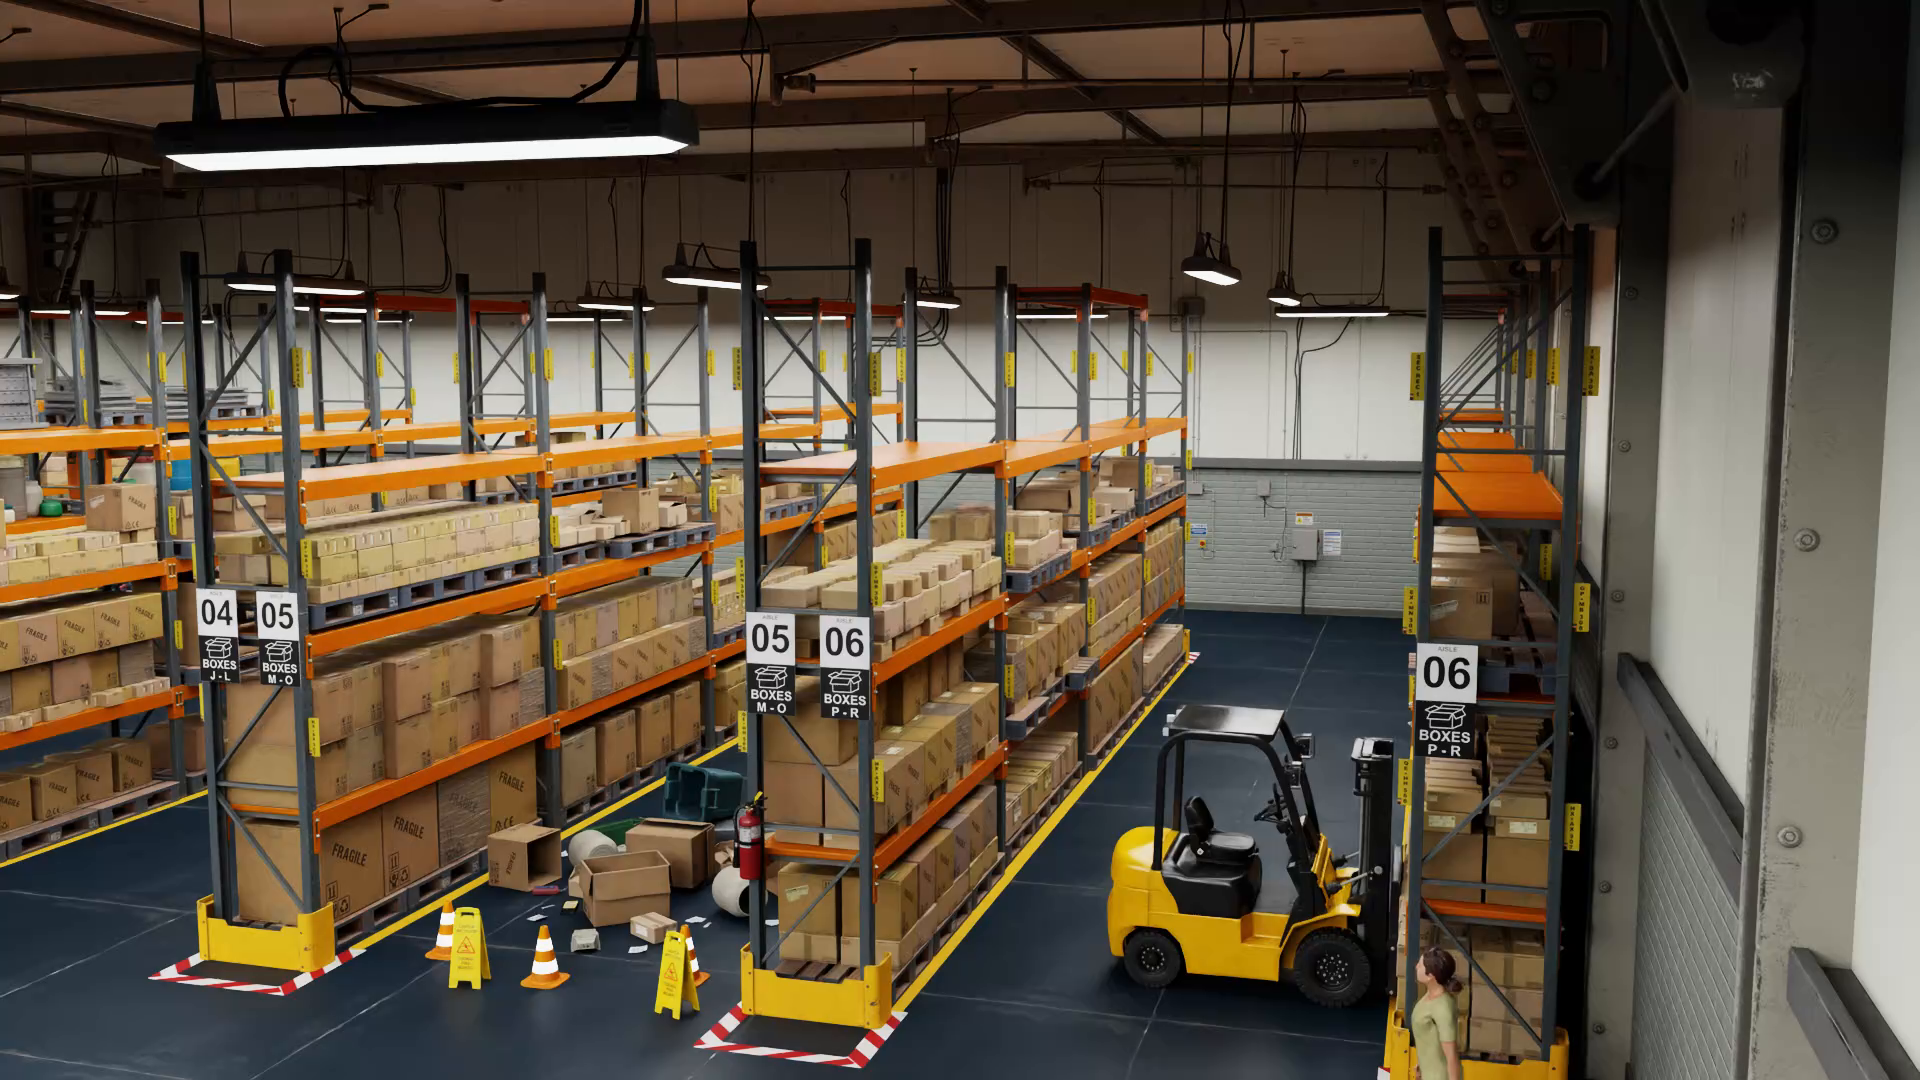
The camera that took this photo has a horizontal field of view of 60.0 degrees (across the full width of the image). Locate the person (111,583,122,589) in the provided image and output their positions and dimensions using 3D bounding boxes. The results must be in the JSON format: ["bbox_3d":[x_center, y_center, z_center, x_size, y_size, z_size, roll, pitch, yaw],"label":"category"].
[{"bbox_3d":[-14.871,1.063,29.034,0.490,1.716,0.565,-6,9,-43],"label":"person"}]

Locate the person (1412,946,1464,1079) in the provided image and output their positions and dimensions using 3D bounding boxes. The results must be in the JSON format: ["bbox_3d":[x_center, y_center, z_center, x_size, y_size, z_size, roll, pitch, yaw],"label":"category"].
[{"bbox_3d":[2.896,3.238,10.030,1.053,1.619,0.493,1,7,12],"label":"person"}]
